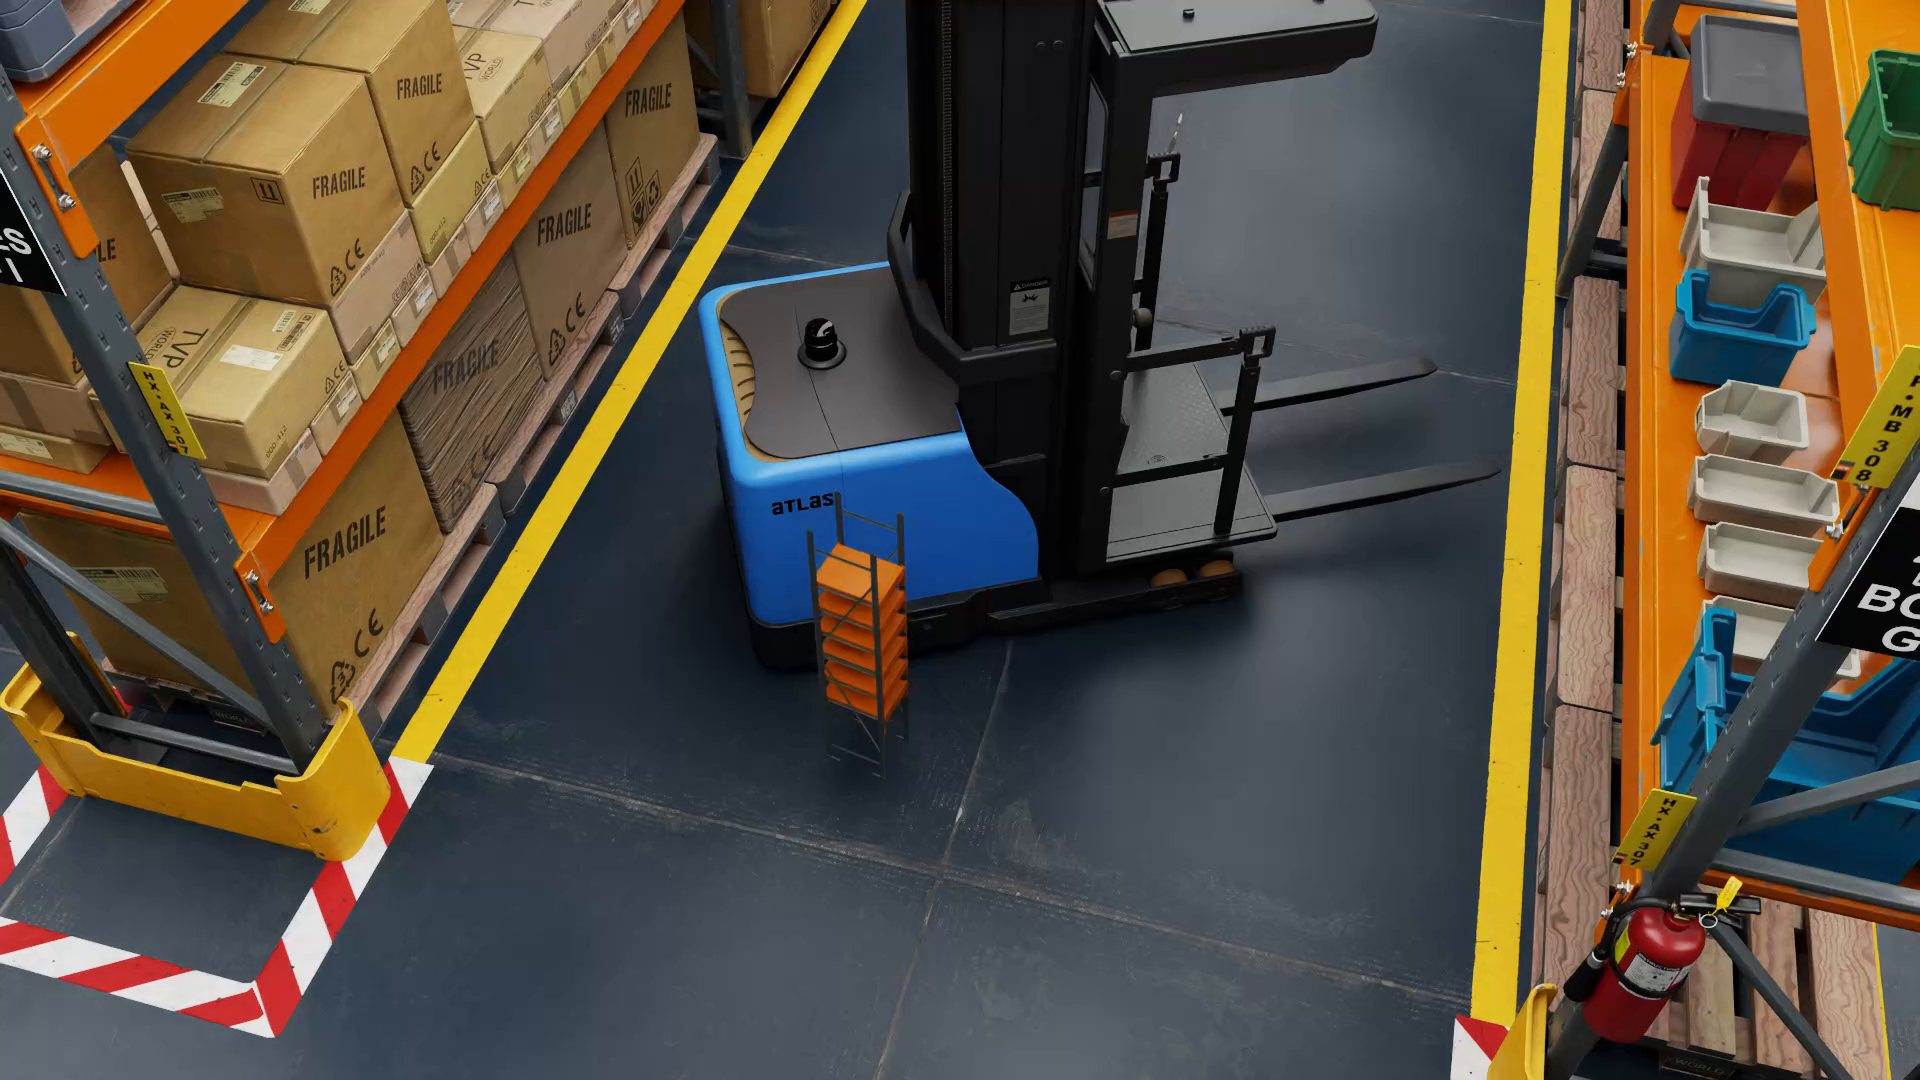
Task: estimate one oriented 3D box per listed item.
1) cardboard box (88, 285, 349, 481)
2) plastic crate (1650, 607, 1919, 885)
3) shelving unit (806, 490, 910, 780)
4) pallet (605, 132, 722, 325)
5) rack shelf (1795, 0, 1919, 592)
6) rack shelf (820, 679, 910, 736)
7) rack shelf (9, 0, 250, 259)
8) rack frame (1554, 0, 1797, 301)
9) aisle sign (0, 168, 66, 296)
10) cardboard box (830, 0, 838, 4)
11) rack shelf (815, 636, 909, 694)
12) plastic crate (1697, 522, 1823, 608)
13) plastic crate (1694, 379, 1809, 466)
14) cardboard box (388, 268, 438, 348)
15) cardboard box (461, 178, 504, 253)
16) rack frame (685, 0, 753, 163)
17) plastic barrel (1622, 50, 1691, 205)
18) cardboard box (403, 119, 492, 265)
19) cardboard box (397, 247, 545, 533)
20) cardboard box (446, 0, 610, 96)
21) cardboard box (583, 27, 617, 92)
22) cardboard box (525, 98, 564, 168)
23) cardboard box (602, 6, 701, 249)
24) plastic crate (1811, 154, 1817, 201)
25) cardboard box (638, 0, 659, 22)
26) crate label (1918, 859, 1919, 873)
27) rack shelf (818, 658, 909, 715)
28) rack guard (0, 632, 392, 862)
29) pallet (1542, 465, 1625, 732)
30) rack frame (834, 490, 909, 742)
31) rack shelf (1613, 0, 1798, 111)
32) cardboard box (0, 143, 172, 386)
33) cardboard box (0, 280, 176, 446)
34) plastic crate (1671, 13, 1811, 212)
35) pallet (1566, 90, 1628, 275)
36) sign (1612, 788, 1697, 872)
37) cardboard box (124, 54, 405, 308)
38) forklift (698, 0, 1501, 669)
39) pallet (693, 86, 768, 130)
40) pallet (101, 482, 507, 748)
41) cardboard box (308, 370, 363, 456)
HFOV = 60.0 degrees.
[{"bbox_3d":[-2.211,-0.478,4.991,0.500,0.250,0.500,10,49,9],"label":"cardboard box"},{"bbox_3d":[2.089,0.532,4.135,0.616,0.435,0.499,12,50,10],"label":"plastic crate"},{"bbox_3d":[-0.328,0.348,5.559,0.258,1.200,0.189,19,50,16],"label":"shelving unit"},{"bbox_3d":[-1.820,-1.571,7.914,1.003,0.211,1.213,12,50,10],"label":"pallet"},{"bbox_3d":[2.707,-1.359,4.346,1.077,0.370,4.000,12,50,10],"label":"rack shelf"},{"bbox_3d":[-0.330,0.540,5.770,0.258,0.103,0.180,19,50,16],"label":"rack shelf"},{"bbox_3d":[-2.071,-2.336,5.209,1.077,0.370,4.000,12,50,10],"label":"rack shelf"},{"bbox_3d":[3.234,-2.051,6.478,1.000,3.000,0.127,12,50,10],"label":"rack frame"},{"bbox_3d":[-2.327,-0.884,3.714,0.394,0.787,0.004,12,50,10],"label":"aisle sign"},{"bbox_3d":[-1.161,-3.577,8.963,1.225,0.875,0.875,10,49,9],"label":"cardboard box"},{"bbox_3d":[-0.328,0.378,5.592,0.258,0.103,0.180,19,50,16],"label":"rack shelf"},{"bbox_3d":[2.311,0.078,4.736,0.396,0.136,0.243,12,50,10],"label":"plastic crate"},{"bbox_3d":[2.421,-0.346,5.110,0.298,0.136,0.250,12,50,10],"label":"plastic crate"},{"bbox_3d":[-1.985,-0.803,5.545,0.380,0.149,0.250,11,49,9],"label":"cardboard box"},{"bbox_3d":[-1.850,-1.174,5.872,0.380,0.149,0.250,11,50,10],"label":"cardboard box"},{"bbox_3d":[-1.545,-3.028,7.341,1.000,3.000,0.127,12,50,10],"label":"rack frame"},{"bbox_3d":[3.393,-1.885,7.452,0.600,0.901,0.708,12,50,10],"label":"plastic barrel"},{"bbox_3d":[-1.945,-1.218,5.644,0.500,0.250,0.500,10,49,9],"label":"cardboard box"},{"bbox_3d":[-2.267,-0.708,6.430,0.875,0.875,0.875,12,50,10],"label":"cardboard box"},{"bbox_3d":[-1.676,-1.962,6.301,0.500,0.250,0.500,12,50,11],"label":"cardboard box"},{"bbox_3d":[-1.579,-1.915,6.526,0.380,0.149,0.250,12,50,11],"label":"cardboard box"},{"bbox_3d":[-1.715,-1.546,6.200,0.380,0.149,0.250,12,50,11],"label":"cardboard box"},{"bbox_3d":[-1.796,-2.002,7.573,0.875,0.875,0.875,12,50,10],"label":"cardboard box"},{"bbox_3d":[3.198,-1.117,5.797,0.437,0.125,0.590,12,50,10],"label":"plastic crate"},{"bbox_3d":[-1.444,-2.288,6.855,0.380,0.149,0.250,11,49,9],"label":"cardboard box"},{"bbox_3d":[2.563,0.764,4.065,0.416,0.233,0.303,12,50,10],"label":"crate label"},{"bbox_3d":[-0.329,0.459,5.681,0.258,0.103,0.180,19,50,16],"label":"rack shelf"},{"bbox_3d":[-2.604,0.710,5.709,1.175,0.500,0.348,12,50,10],"label":"rack guard"},{"bbox_3d":[2.758,0.297,6.266,1.003,0.211,1.213,12,50,10],"label":"pallet"},{"bbox_3d":[-0.289,0.287,5.615,0.240,1.200,0.006,19,50,16],"label":"rack frame"},{"bbox_3d":[3.760,-3.259,8.025,1.077,0.370,4.000,12,50,10],"label":"rack shelf"},{"bbox_3d":[-2.723,-0.836,4.808,0.500,0.500,0.500,12,50,10],"label":"cardboard box"},{"bbox_3d":[-2.726,-0.587,5.088,0.500,0.250,0.500,11,49,9],"label":"cardboard box"},{"bbox_3d":[2.757,-1.495,5.905,0.402,0.464,0.583,12,50,10],"label":"plastic crate"},{"bbox_3d":[3.477,-1.678,8.009,1.003,0.211,1.213,12,50,10],"label":"pallet"},{"bbox_3d":[1.646,0.692,3.949,0.100,0.325,0.005,12,50,10],"label":"sign"},{"bbox_3d":[-2.079,-1.087,5.029,0.500,0.500,0.500,10,49,9],"label":"cardboard box"},{"bbox_3d":[0.607,-1.079,5.666,3.031,2.935,1.130,-10,49,-9],"label":"forklift"},{"bbox_3d":[-1.414,-2.678,8.892,1.003,0.211,1.213,12,50,10],"label":"pallet"},{"bbox_3d":[-2.463,0.194,6.357,1.003,0.211,1.213,12,50,10],"label":"pallet"},{"bbox_3d":[-2.120,-0.429,5.215,0.380,0.149,0.250,11,49,9],"label":"cardboard box"}]
